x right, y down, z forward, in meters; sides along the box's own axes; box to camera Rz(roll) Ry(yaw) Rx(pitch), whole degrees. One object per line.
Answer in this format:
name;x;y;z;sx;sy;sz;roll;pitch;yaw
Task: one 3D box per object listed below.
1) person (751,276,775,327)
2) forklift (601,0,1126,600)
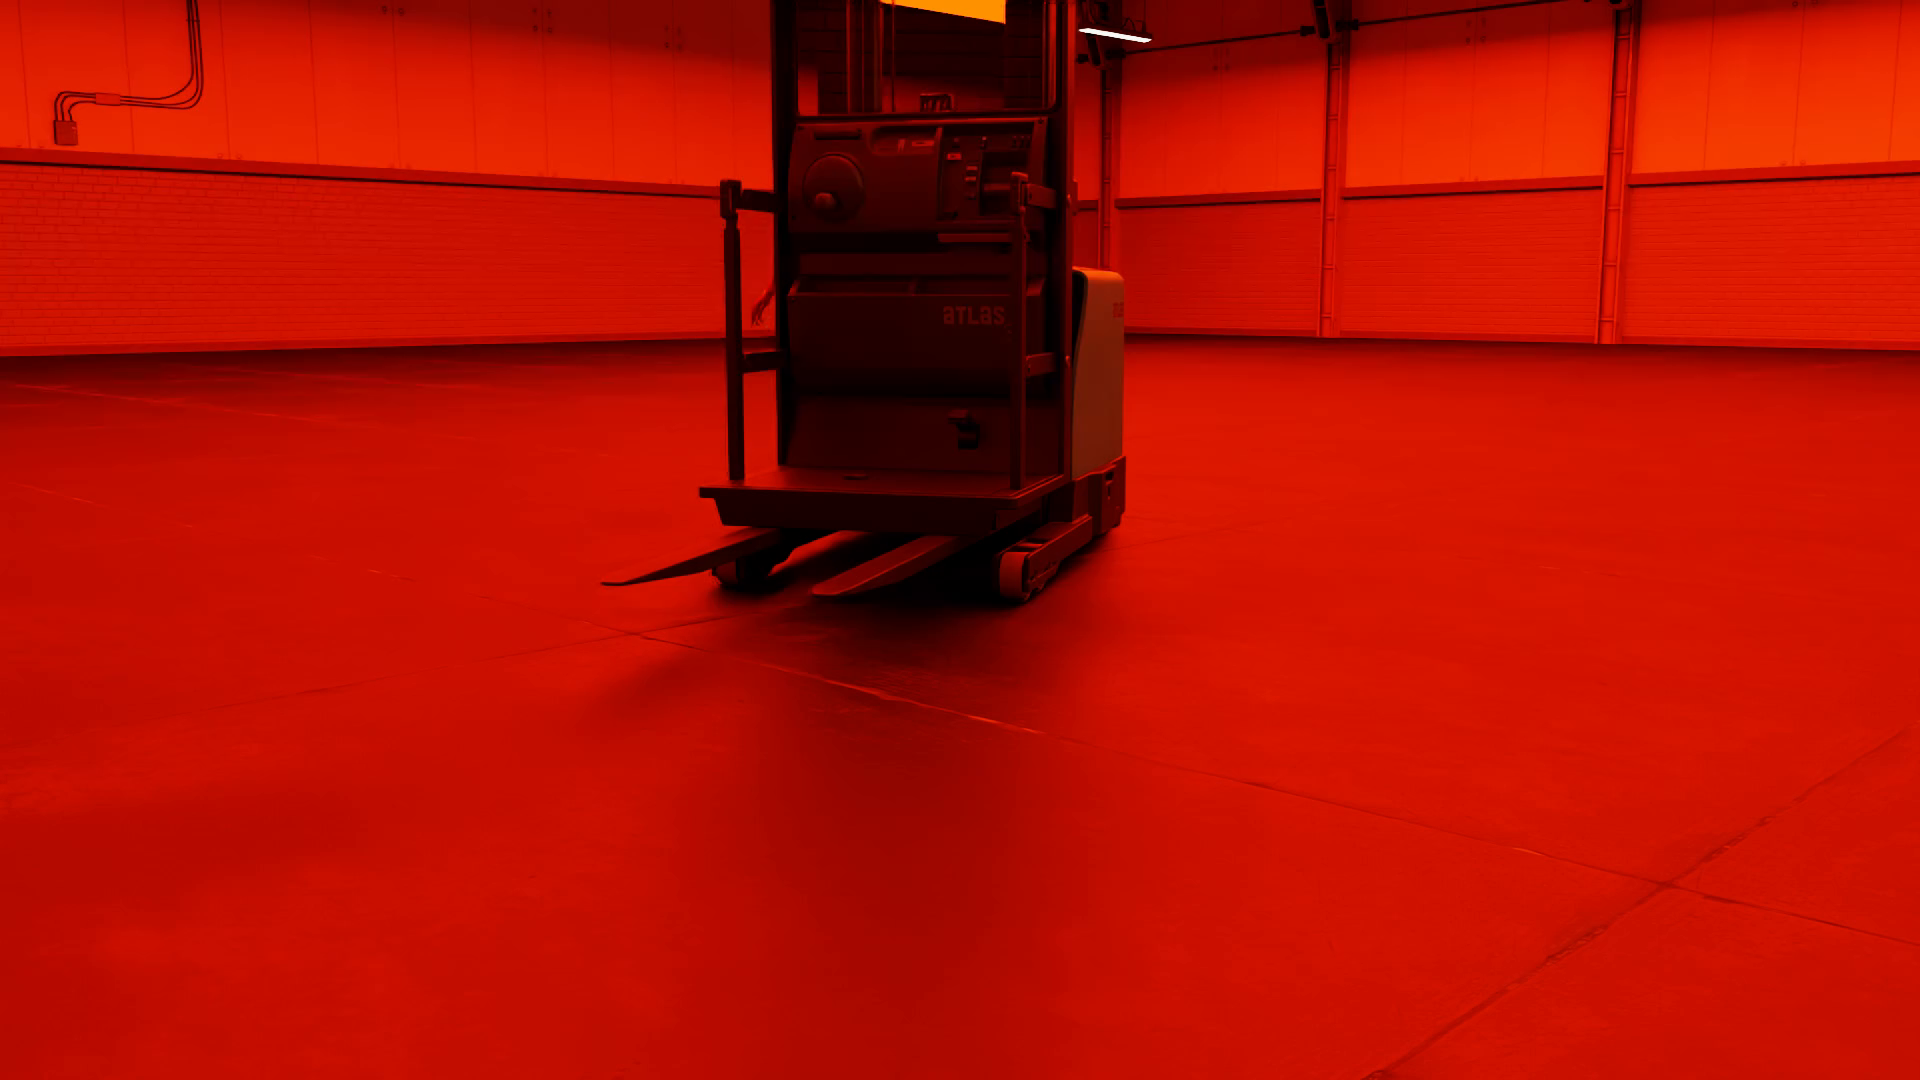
person;-0.743;-1.223;9.077;0.858;1.761;0.499;-8;12;-43
forklift;-0.212;-1.316;5.614;1.130;2.935;3.031;3;9;16
